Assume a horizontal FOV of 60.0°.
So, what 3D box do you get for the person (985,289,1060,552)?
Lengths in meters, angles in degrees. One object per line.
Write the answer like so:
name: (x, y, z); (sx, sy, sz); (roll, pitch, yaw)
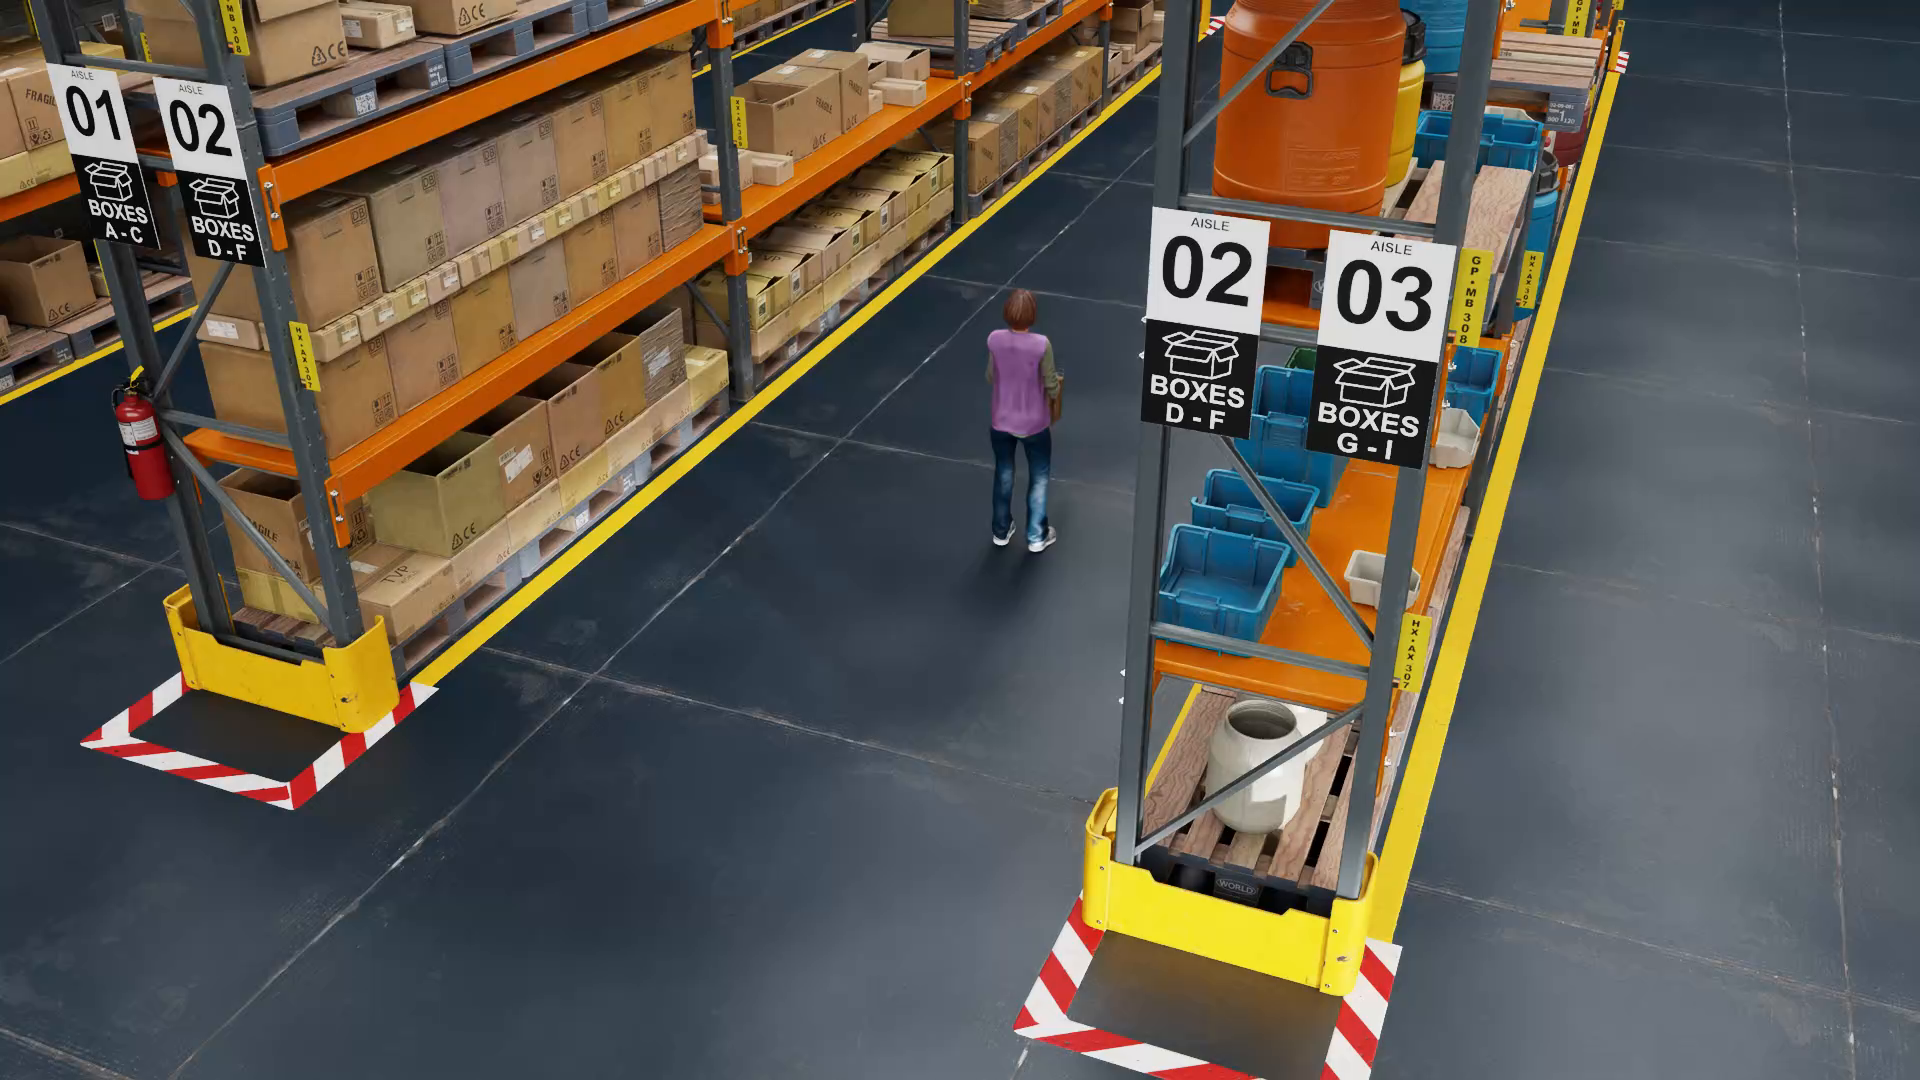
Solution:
person: (0.366, -0.703, 9.601); (0.444, 1.603, 0.424); (11, 32, 18)
